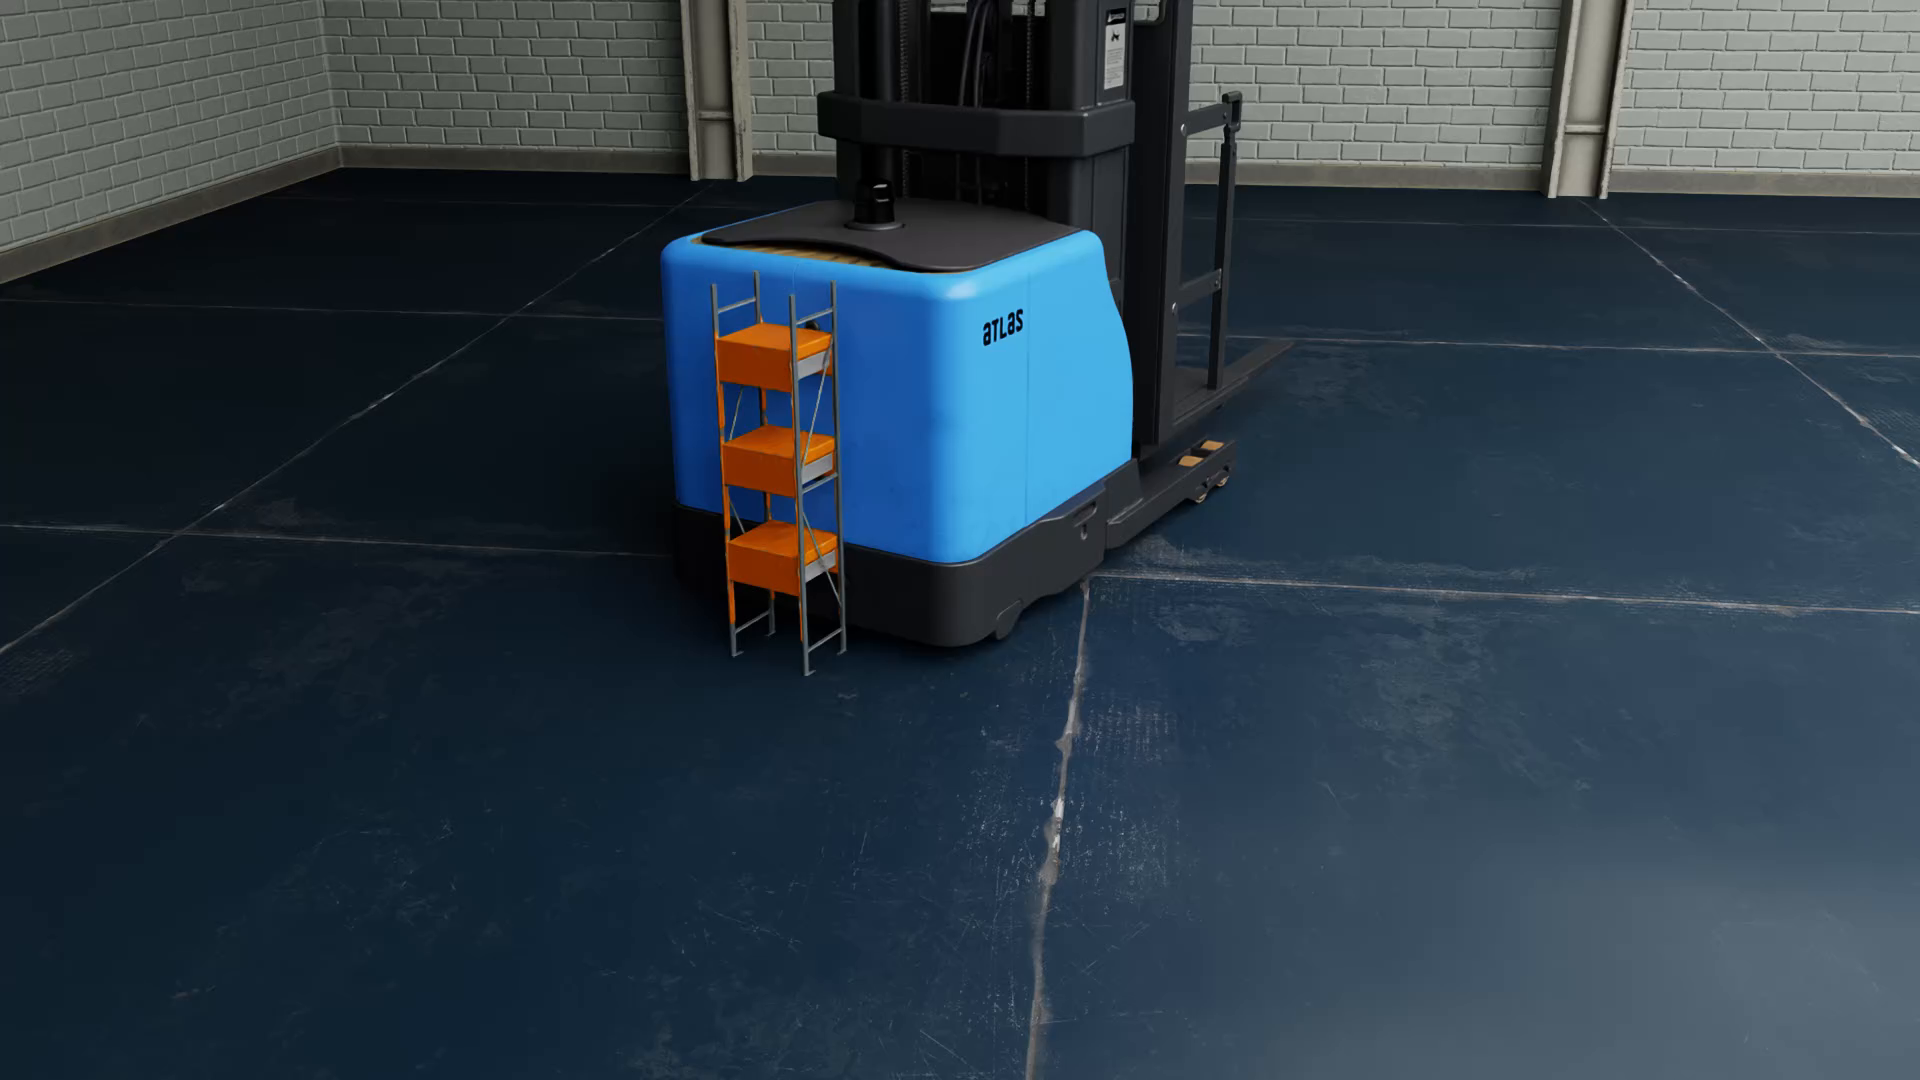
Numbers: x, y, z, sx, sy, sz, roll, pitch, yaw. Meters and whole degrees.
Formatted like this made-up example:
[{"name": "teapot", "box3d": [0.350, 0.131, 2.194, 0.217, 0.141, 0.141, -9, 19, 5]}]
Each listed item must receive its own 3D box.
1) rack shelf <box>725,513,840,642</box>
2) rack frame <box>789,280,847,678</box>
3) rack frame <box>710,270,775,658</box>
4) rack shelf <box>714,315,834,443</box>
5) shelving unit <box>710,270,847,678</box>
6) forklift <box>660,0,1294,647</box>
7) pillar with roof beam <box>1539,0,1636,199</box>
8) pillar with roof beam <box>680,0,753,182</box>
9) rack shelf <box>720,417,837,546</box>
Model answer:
[{"name": "rack shelf", "box3d": [-0.477, 0.098, 4.548, 0.240, 0.259, 0.215, 12, 25, 28]}, {"name": "rack frame", "box3d": [-0.371, -0.148, 4.385, 0.008, 1.050, 0.200, 12, 25, 28]}, {"name": "rack frame", "box3d": [-0.582, -0.192, 4.498, 0.008, 1.050, 0.200, 12, 25, 28]}, {"name": "rack shelf", "box3d": [-0.477, -0.424, 4.341, 0.240, 0.259, 0.215, 12, 25, 28]}, {"name": "shelving unit", "box3d": [-0.477, -0.170, 4.442, 0.252, 1.050, 0.215, 12, 25, 28]}, {"name": "forklift", "box3d": [0.331, -1.568, 5.418, 1.130, 2.935, 3.031, 12, 25, 28]}, {"name": "pillar with roof beam", "box3d": [3.718, -4.998, 5.842, 0.400, 9.000, 9.100, 2, 22, 6]}, {"name": "pillar with roof beam", "box3d": [-2.240, -5.257, 6.498, 0.400, 9.000, 9.100, 2, 22, 6]}, {"name": "rack shelf", "box3d": [-0.477, -0.160, 4.445, 0.240, 0.259, 0.215, 12, 25, 28]}]
